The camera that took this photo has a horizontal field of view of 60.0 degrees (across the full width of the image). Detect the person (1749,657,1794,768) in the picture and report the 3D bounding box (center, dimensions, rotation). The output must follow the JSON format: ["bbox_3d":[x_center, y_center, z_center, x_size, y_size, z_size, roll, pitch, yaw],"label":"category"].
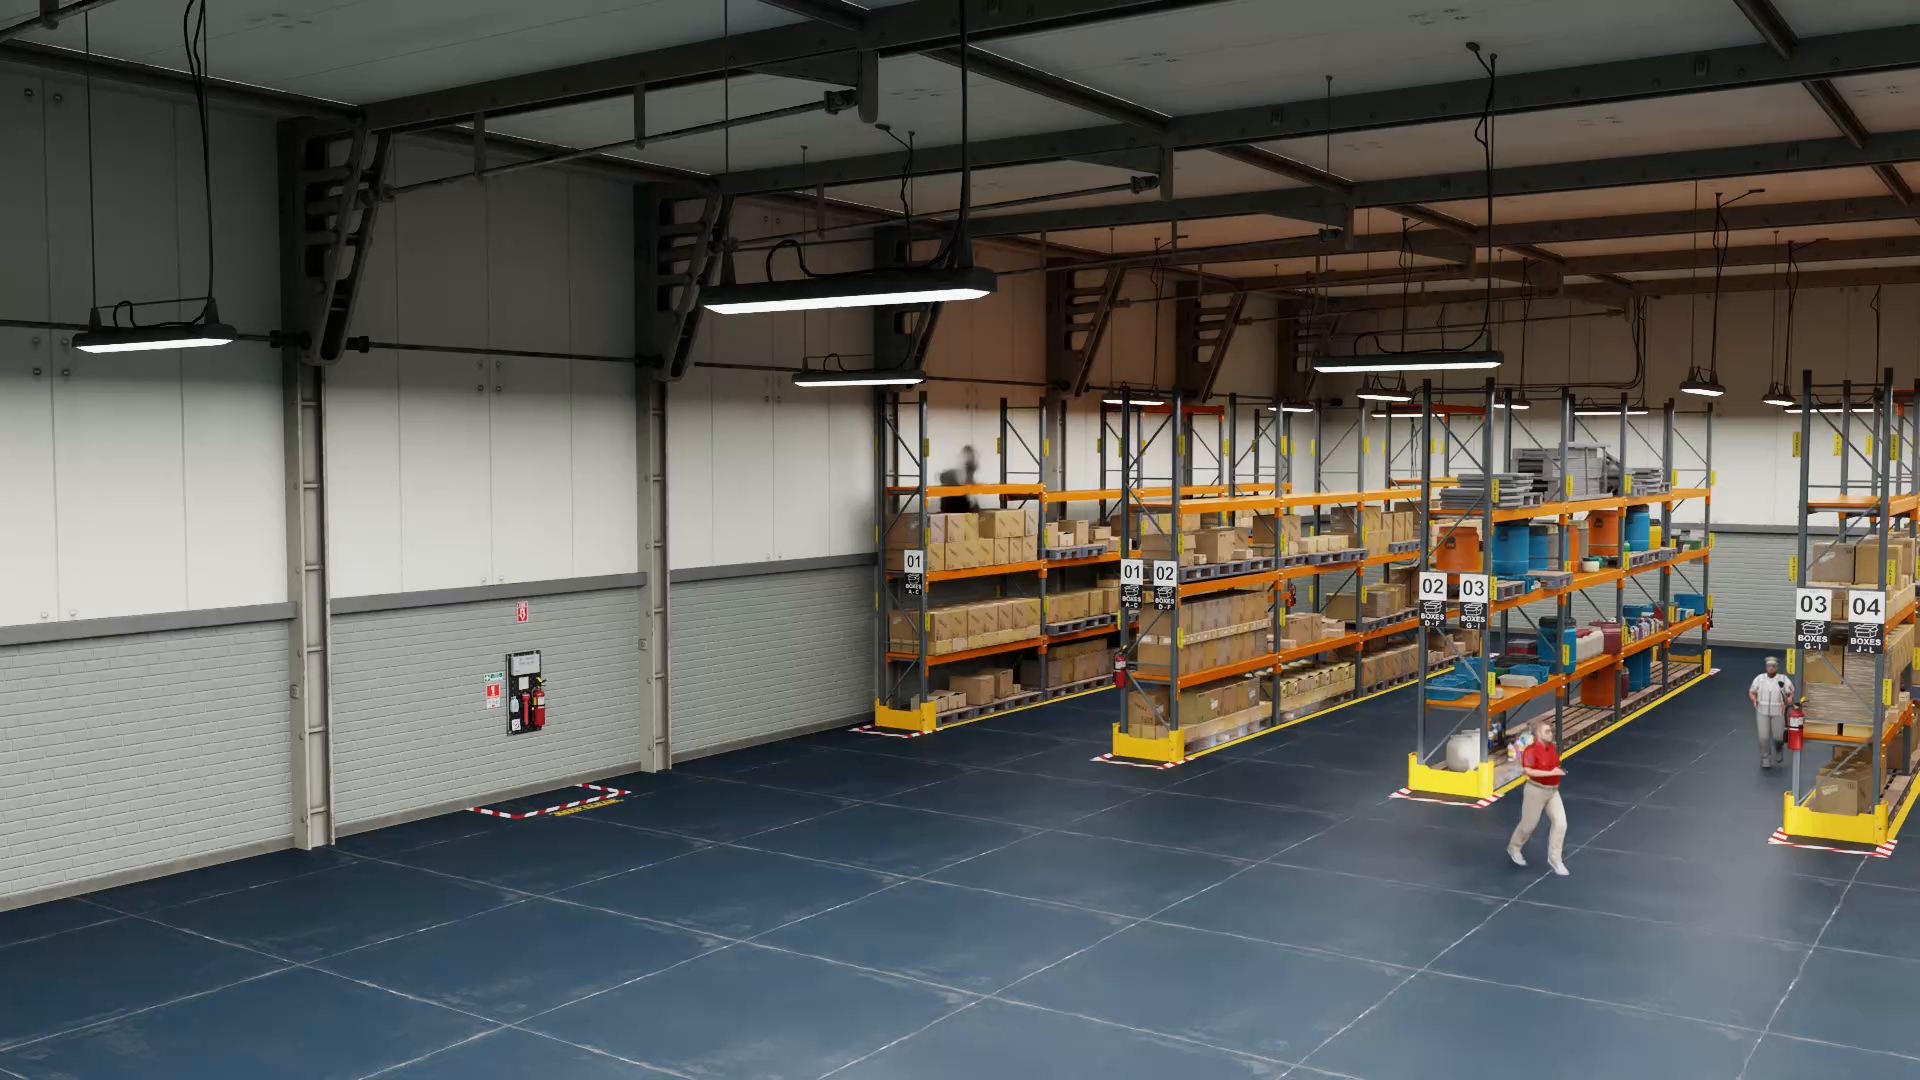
[{"bbox_3d":[12.689,2.690,26.022,0.659,1.726,0.622,2,4,31],"label":"person"}]

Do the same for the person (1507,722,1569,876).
[{"bbox_3d":[6.861,3.054,19.679,0.652,1.811,0.832,-2,4,-28],"label":"person"}]
